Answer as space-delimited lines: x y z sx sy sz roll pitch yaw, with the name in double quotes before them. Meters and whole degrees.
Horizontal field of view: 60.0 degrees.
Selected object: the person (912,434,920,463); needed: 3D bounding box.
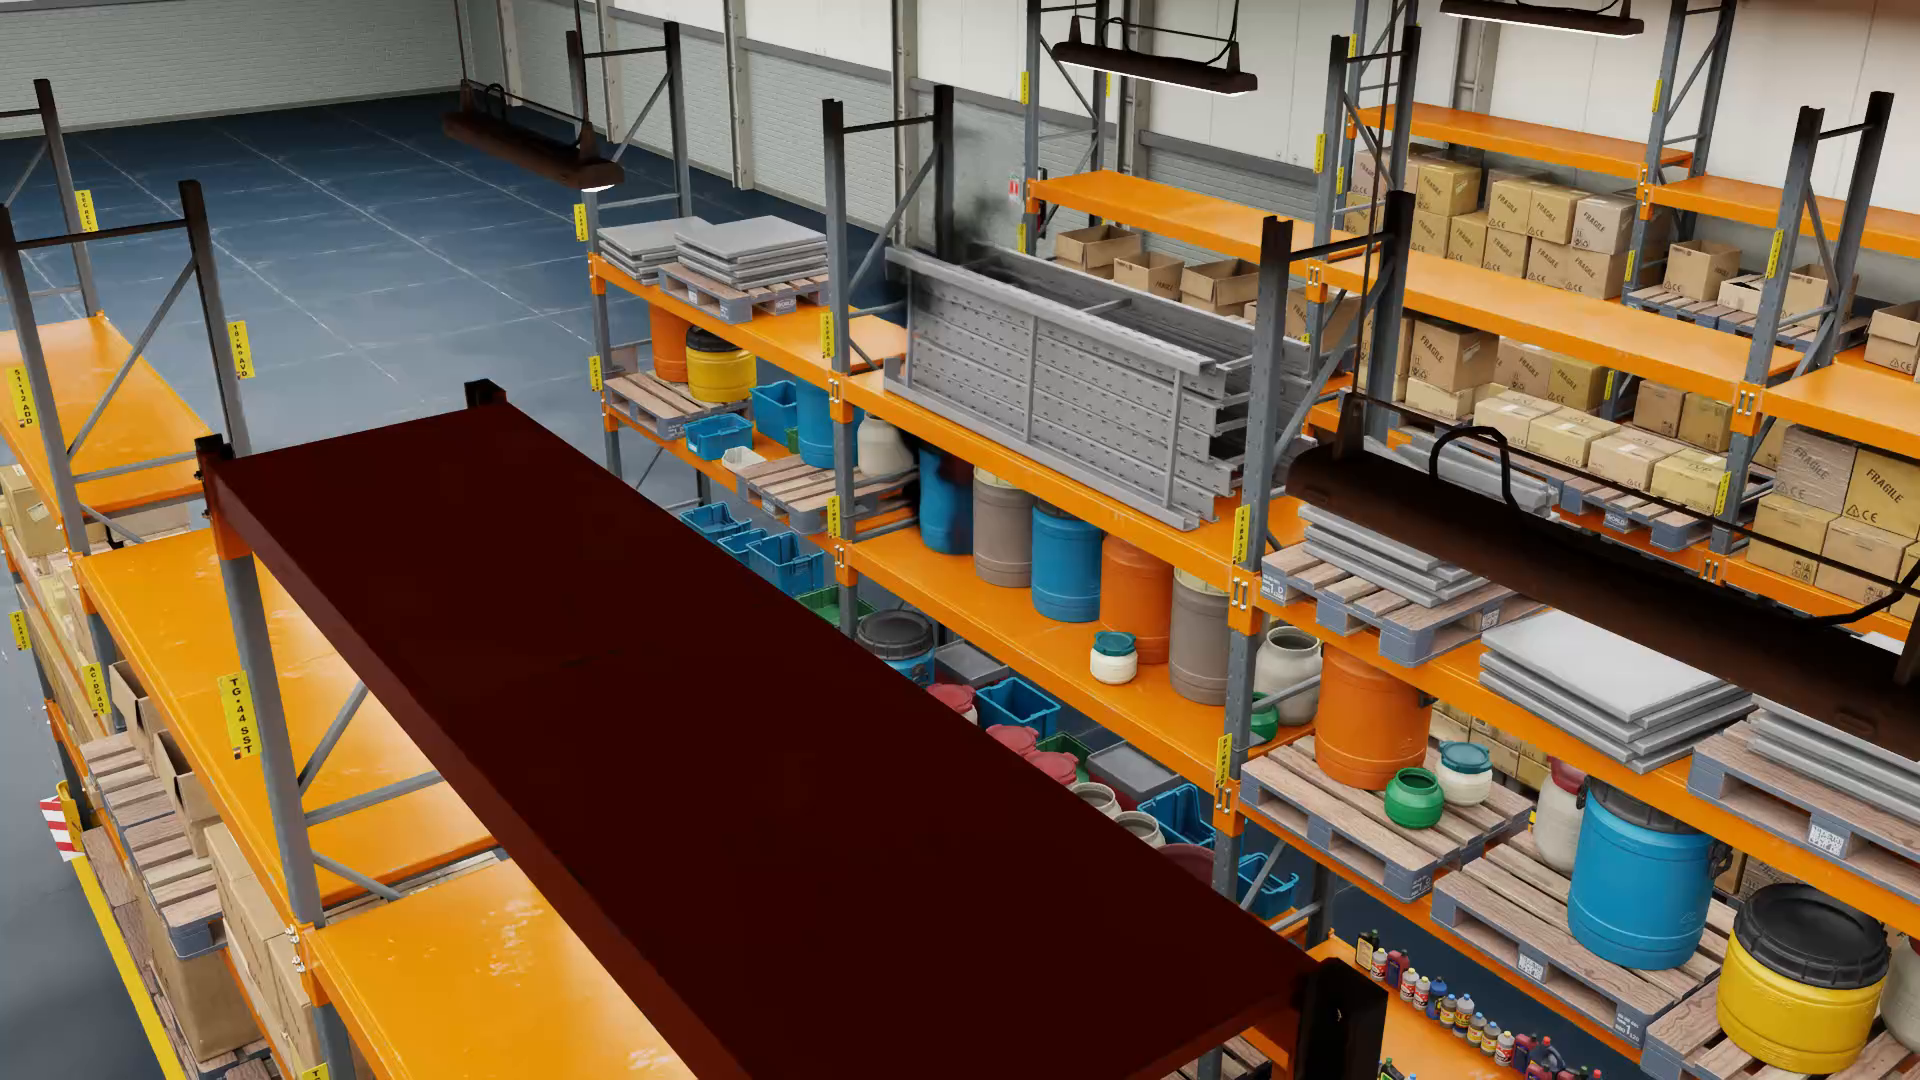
"person" -0.477 -1.367 20.009 0.603 1.649 0.651 -1 25 -3
